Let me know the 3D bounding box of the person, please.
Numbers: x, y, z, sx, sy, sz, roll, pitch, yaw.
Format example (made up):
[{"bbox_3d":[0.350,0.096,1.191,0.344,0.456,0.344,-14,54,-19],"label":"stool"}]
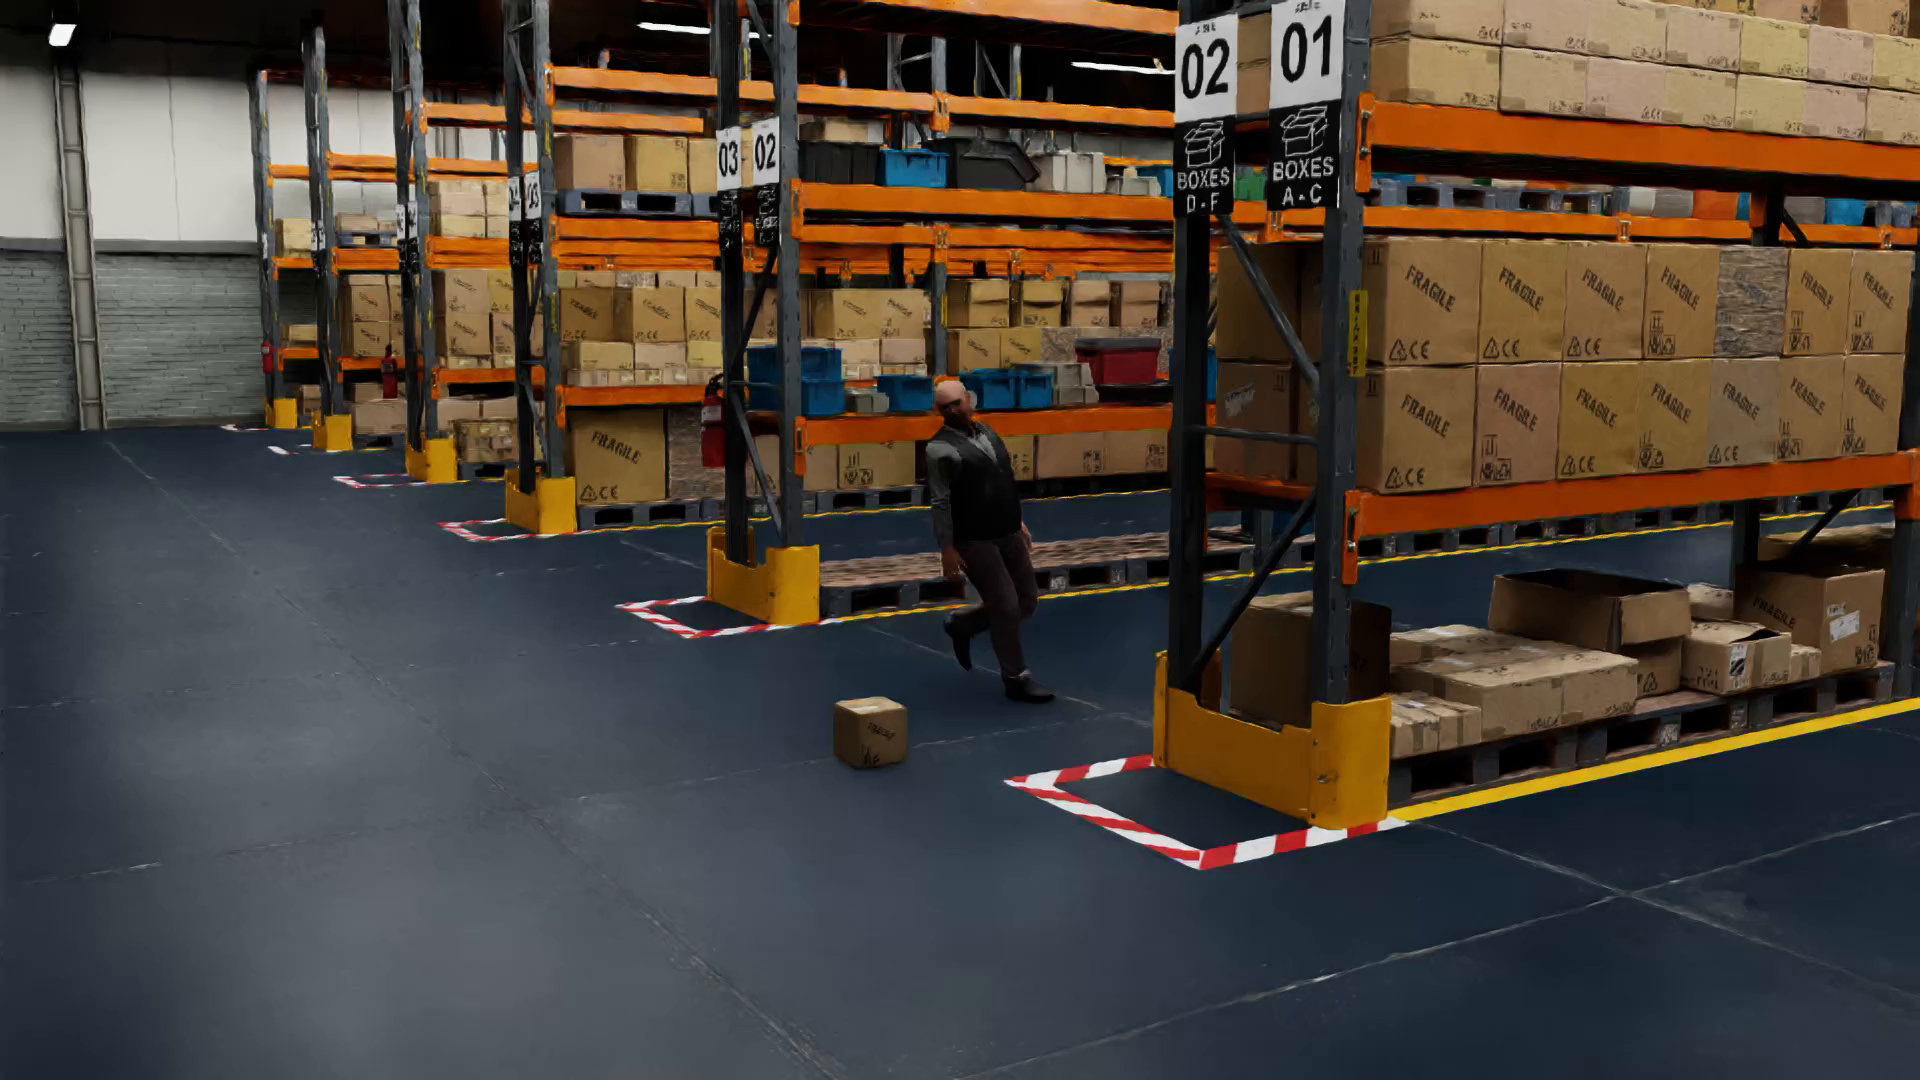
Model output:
[{"bbox_3d":[0.120,0.002,8.590,0.731,1.664,0.609,6,10,38],"label":"person"}]
